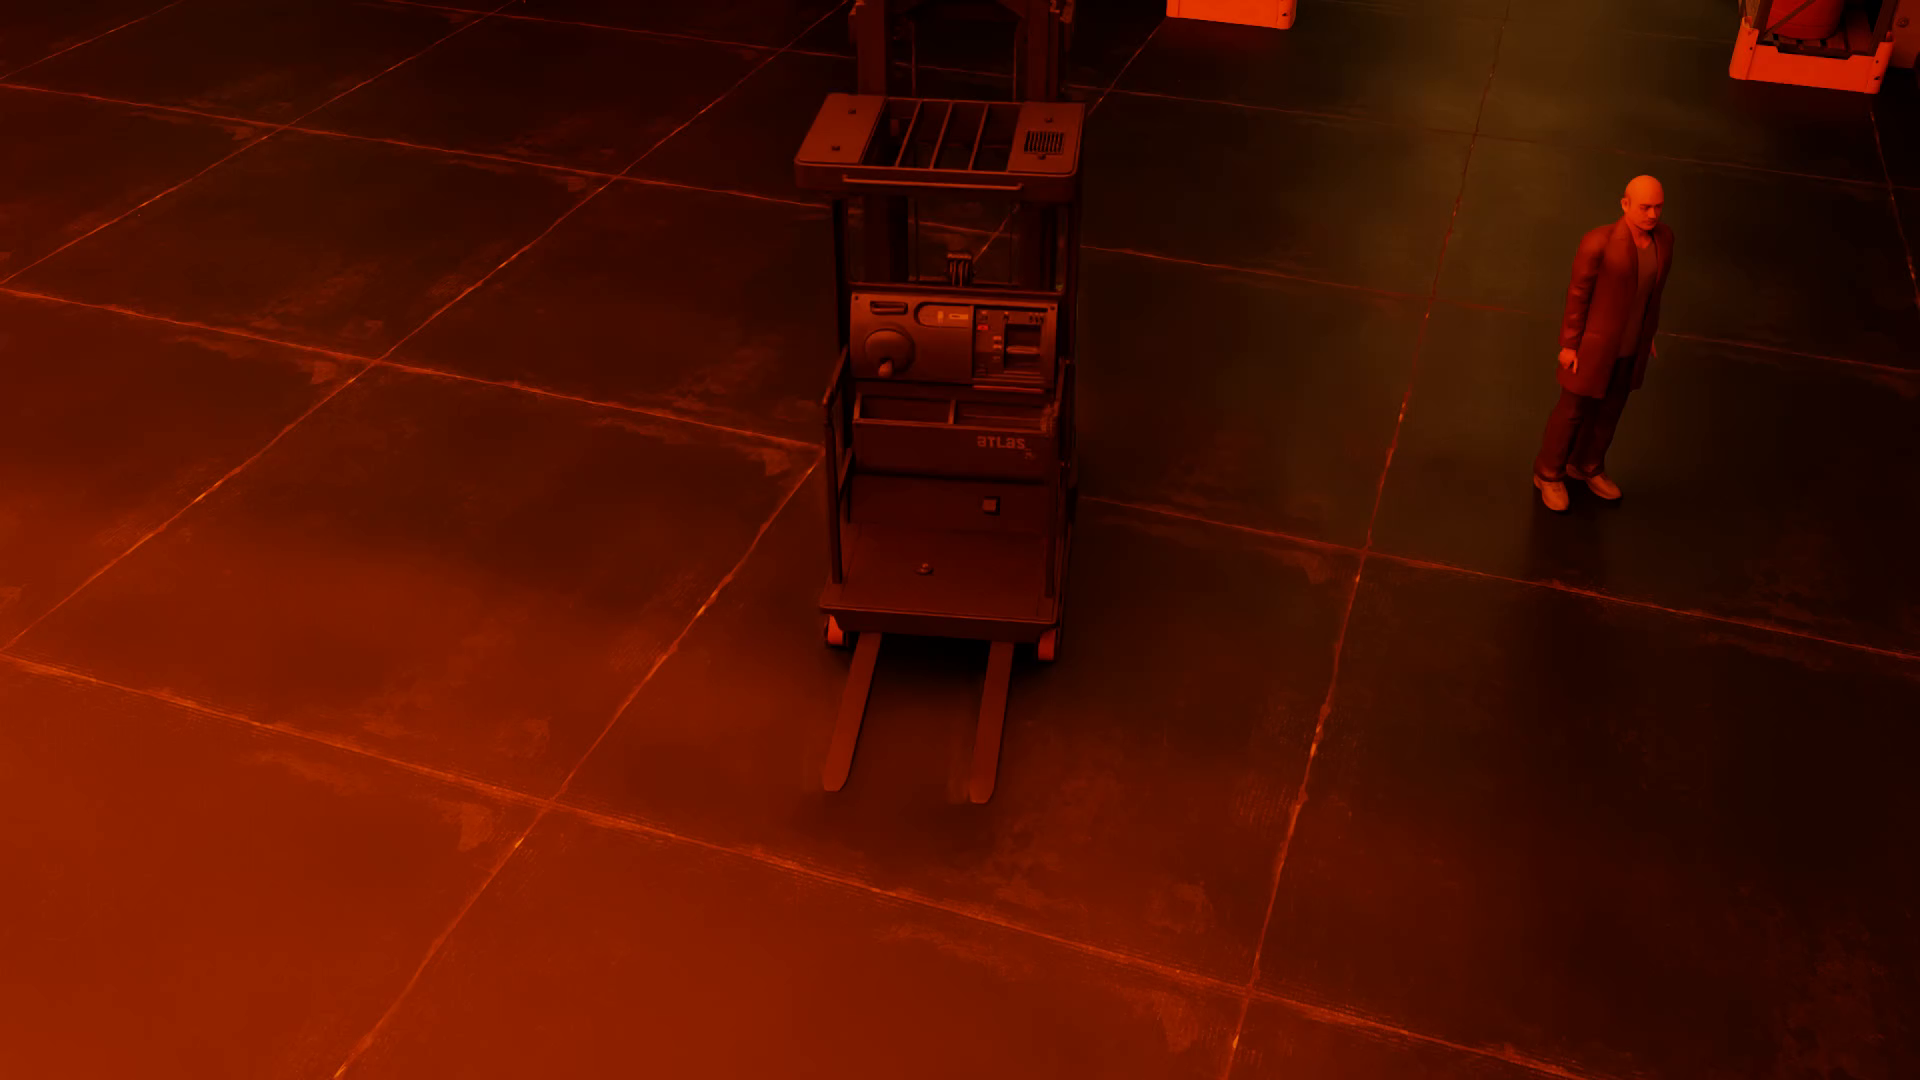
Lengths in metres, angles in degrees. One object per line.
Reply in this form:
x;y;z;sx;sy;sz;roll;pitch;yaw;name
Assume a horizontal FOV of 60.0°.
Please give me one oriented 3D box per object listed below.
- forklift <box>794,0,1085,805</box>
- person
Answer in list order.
-0.052;-0.835;7.289;1.130;2.935;3.031;4;36;5;forklift
3.340;-0.998;8.511;0.566;1.783;0.384;-11;37;-15;person
